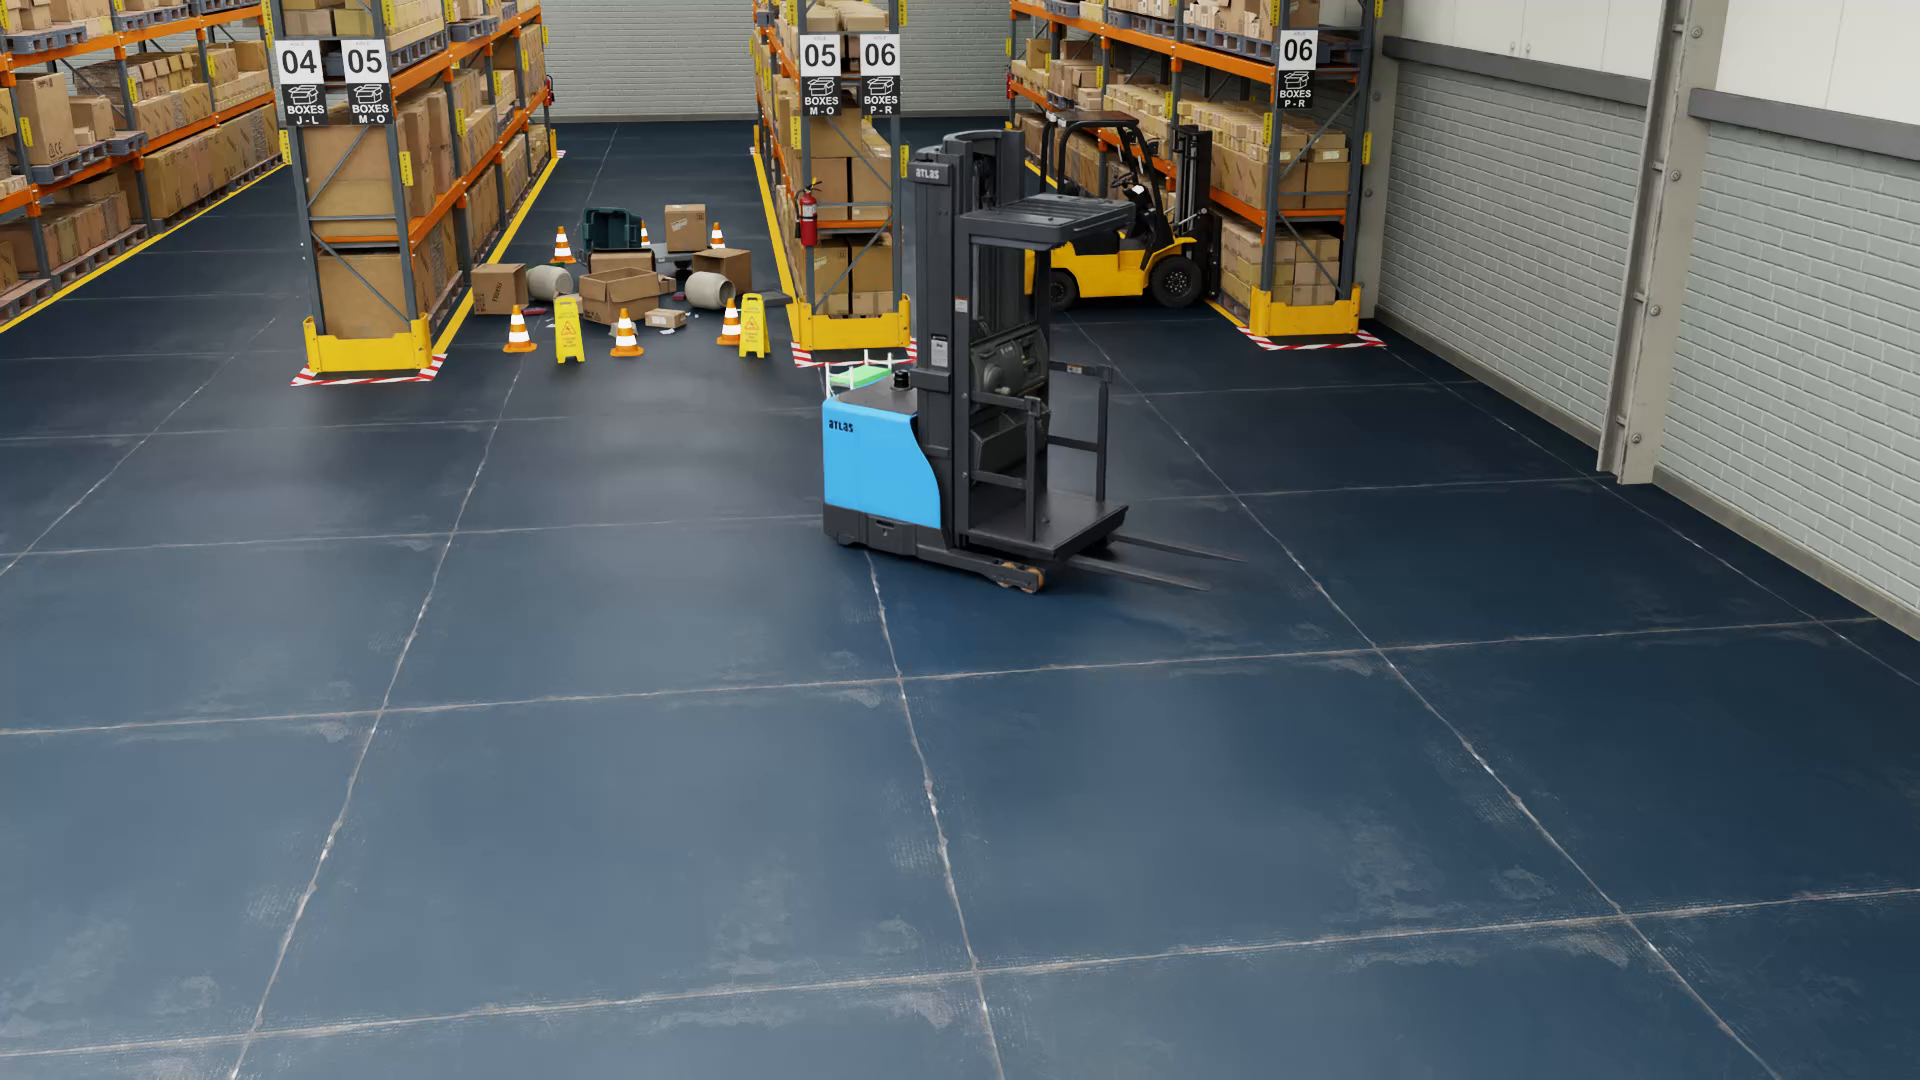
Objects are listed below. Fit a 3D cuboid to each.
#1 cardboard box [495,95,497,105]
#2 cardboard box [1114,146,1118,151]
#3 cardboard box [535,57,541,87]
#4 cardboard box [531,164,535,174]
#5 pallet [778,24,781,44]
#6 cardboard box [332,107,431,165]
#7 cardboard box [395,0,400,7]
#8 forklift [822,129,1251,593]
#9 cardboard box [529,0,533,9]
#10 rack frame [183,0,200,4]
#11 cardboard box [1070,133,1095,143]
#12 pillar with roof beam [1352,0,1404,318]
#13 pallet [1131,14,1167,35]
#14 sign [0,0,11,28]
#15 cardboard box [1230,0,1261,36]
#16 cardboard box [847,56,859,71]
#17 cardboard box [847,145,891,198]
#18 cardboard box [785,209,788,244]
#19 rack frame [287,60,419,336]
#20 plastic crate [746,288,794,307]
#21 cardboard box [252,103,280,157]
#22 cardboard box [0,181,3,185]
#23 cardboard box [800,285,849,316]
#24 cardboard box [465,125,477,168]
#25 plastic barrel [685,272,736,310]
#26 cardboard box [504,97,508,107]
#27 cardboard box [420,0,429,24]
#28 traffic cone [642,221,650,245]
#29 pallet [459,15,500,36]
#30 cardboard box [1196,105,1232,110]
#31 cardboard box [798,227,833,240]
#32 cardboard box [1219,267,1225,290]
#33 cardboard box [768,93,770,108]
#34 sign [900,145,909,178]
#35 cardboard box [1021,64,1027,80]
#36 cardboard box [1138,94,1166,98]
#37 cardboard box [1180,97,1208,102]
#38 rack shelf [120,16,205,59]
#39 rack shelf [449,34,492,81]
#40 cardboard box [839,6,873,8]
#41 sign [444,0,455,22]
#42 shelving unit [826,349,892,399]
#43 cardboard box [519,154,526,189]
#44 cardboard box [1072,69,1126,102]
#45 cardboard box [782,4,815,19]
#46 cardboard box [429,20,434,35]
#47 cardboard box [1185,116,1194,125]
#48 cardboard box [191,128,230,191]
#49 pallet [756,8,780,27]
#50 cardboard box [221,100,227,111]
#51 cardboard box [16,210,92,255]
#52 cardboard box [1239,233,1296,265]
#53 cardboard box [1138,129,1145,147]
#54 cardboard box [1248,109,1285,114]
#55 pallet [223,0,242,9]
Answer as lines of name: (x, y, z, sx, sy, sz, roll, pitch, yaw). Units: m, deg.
cardboard box: (-7.107, -6.537, 24.764, 0.380, 0.149, 0.250, -4, 21, -9)
cardboard box: (2.715, -6.379, 27.054, 0.380, 0.149, 0.250, -3, 21, -9)
cardboard box: (-7.836, -8.415, 29.891, 0.500, 0.500, 0.500, -3, 21, -8)
cardboard box: (-7.465, -6.343, 28.387, 0.380, 0.149, 0.250, -4, 21, -10)
pallet: (-1.677, -6.391, 21.021, 1.213, 0.211, 1.003, -3, 21, -8)
cardboard box: (-6.132, -4.278, 17.626, 0.875, 0.550, 0.550, -3, 21, -8)
cardboard box: (-5.806, -5.397, 16.567, 0.380, 0.149, 0.250, -3, 21, -9)
forklift: (0.518, -1.224, 11.304, 3.031, 2.935, 1.130, 13, 24, 30)
cardboard box: (-7.744, -9.384, 28.980, 0.500, 0.250, 0.500, -2, 21, -5)
rack frame: (-12.653, -9.935, 25.955, 1.000, 3.000, 0.127, -3, 21, -8)
cardboard box: (2.071, -6.794, 28.164, 0.380, 0.149, 0.250, -3, 21, -9)
pillar with roof beam: (0.326, -6.601, 17.029, 9.100, 9.000, 0.400, -3, 21, -8)
pallet: (2.992, -7.190, 23.163, 1.003, 0.211, 1.213, -2, 21, -5)
sign: (-10.964, -6.032, 19.054, 0.100, 0.325, 0.005, -3, 21, -8)
cardboard box: (3.441, -5.918, 18.600, 0.700, 0.500, 0.500, -3, 21, -7)
cardboard box: (-0.969, -4.975, 17.321, 0.380, 0.149, 0.250, -4, 21, -9)
cardboard box: (-0.988, -4.013, 18.106, 0.500, 0.500, 0.500, -2, 21, -6)
cardboard box: (-1.878, -4.251, 22.465, 0.950, 0.372, 0.625, -2, 21, -4)
rack frame: (-6.000, -3.185, 16.457, 1.000, 3.000, 0.127, -3, 21, -8)
plastic crate: (-2.278, -2.902, 19.871, 0.402, 0.080, 0.583, -11, 23, -26)
cardboard box: (-13.058, -7.493, 30.428, 0.875, 0.875, 0.875, -3, 21, -8)
cardboard box: (-11.175, -4.001, 19.000, 0.380, 0.149, 0.250, -3, 21, -8)
cardboard box: (-1.503, -2.653, 18.362, 0.500, 0.250, 0.500, -3, 21, -8)
cardboard box: (-6.460, -4.987, 21.139, 0.500, 0.500, 0.500, -3, 21, -7)
plastic barrel: (-2.912, -2.902, 19.380, 0.512, 0.421, 0.421, 12, 24, 30)
cardboard box: (-7.286, -6.840, 26.003, 0.380, 0.149, 0.250, -2, 21, -5)
cardboard box: (-6.109, -5.782, 18.169, 0.500, 0.250, 0.500, -3, 21, -8)
traffic cone: (-4.289, -4.075, 22.465, 0.336, 0.463, 0.334, -3, 21, -8)
pallet: (-7.008, -7.051, 22.791, 1.213, 0.211, 1.003, -2, 21, -5)
cardboard box: (3.143, -5.297, 20.617, 0.380, 0.149, 0.250, -3, 21, -9)
cardboard box: (-1.609, -3.421, 18.420, 0.380, 0.149, 0.250, -2, 21, -6)
cardboard box: (3.289, -3.123, 19.620, 0.500, 0.250, 0.500, -3, 21, -7)
cardboard box: (-2.669, -6.736, 25.463, 0.500, 0.250, 0.500, -3, 21, -9)
sign: (-0.580, -3.903, 17.141, 0.100, 0.325, 0.005, -3, 21, -8)
cardboard box: (1.436, -8.810, 31.305, 0.500, 0.250, 0.500, -3, 21, -9)
cardboard box: (2.726, -6.185, 23.419, 0.380, 0.149, 0.250, -3, 21, -8)
cardboard box: (3.248, -6.034, 23.013, 0.380, 0.149, 0.250, -3, 21, -8)
rack shelf: (-12.365, -7.500, 24.752, 1.077, 0.370, 4.000, -3, 21, -8)
rack shelf: (-6.865, -6.331, 21.620, 1.077, 0.370, 4.000, -3, 21, -8)
cardboard box: (-1.178, -5.971, 18.848, 0.380, 0.149, 0.250, -3, 21, -7)
sign: (-6.028, -6.283, 19.612, 0.100, 0.325, 0.005, -3, 21, -8)
shelving unit: (-0.753, -0.799, 12.638, 0.258, 1.200, 0.503, 12, 24, 31)
cardboard box: (-7.301, -5.944, 26.817, 0.500, 0.500, 0.500, -3, 21, -9)
cardboard box: (2.223, -7.292, 26.705, 0.797, 0.503, 0.637, -3, 21, -9)
cardboard box: (-1.864, -6.117, 19.240, 0.380, 0.149, 0.250, -3, 21, -8)
cardboard box: (-6.096, -5.726, 18.588, 0.380, 0.149, 0.250, -3, 21, -8)
cardboard box: (3.043, -5.244, 20.899, 0.380, 0.149, 0.250, -2, 21, -6)
cardboard box: (-12.541, -6.105, 26.712, 1.225, 0.875, 0.875, -3, 21, -8)
pallet: (-2.415, -7.776, 24.733, 1.213, 0.211, 1.003, -2, 21, -5)
cardboard box: (-12.404, -7.217, 27.611, 0.380, 0.149, 0.250, -4, 21, -10)
cardboard box: (-11.698, -3.963, 21.484, 0.700, 0.500, 0.500, -5, 21, -12)
cardboard box: (3.420, -3.242, 18.510, 0.500, 0.250, 0.500, -2, 21, -6)
cardboard box: (2.767, -5.544, 22.988, 0.500, 0.250, 0.500, -3, 21, -7)
cardboard box: (3.725, -5.147, 20.214, 0.380, 0.149, 0.250, -3, 21, -9)
pallet: (-12.933, -9.194, 28.384, 1.003, 0.211, 1.213, -3, 21, -8)
